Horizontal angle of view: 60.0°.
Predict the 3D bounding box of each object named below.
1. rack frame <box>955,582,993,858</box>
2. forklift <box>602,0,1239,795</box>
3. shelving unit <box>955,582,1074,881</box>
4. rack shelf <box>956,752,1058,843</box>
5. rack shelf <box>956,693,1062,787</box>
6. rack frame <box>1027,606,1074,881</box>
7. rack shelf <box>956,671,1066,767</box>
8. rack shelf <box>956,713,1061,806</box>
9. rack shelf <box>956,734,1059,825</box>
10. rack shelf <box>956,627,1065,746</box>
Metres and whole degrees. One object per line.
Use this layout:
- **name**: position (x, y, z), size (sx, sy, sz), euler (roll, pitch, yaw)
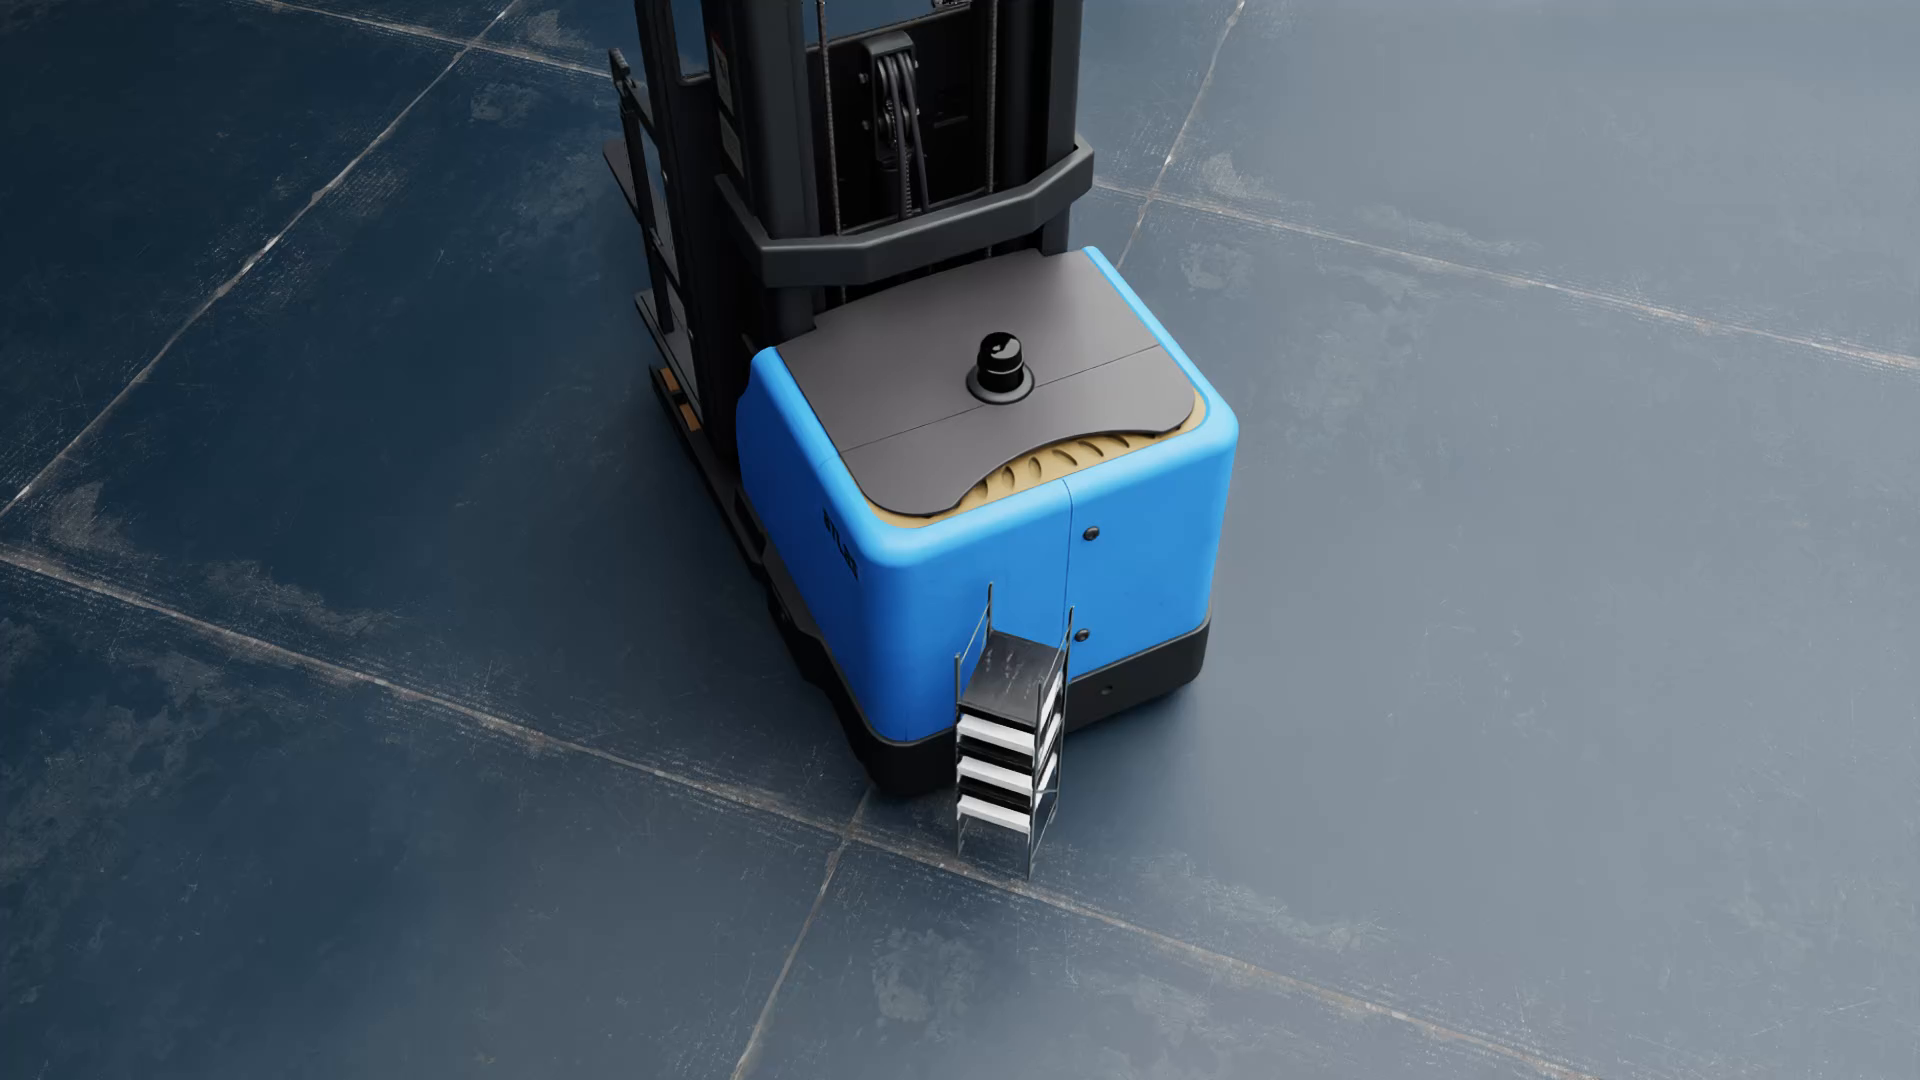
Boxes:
- **rack frame**: position (0.034, 0.480, 4.238), size (0.006, 0.900, 0.240), euler (16, 51, 13)
- **forklift**: position (-0.385, -1.390, 4.515), size (1.130, 2.935, 3.031), euler (-20, 52, -17)
- **shelving unit**: position (0.129, 0.507, 4.215), size (0.210, 0.900, 0.258), euler (16, 51, 13)
- **rack shelf**: position (0.129, 0.647, 4.376), size (0.200, 0.077, 0.258), euler (16, 51, 13)
- **rack shelf**: position (0.129, 0.470, 4.172), size (0.200, 0.077, 0.258), euler (16, 51, 13)
- **rack frame**: position (0.224, 0.535, 4.191), size (0.006, 0.900, 0.240), euler (16, 51, 13)
- **rack shelf**: position (0.129, 0.411, 4.104), size (0.200, 0.077, 0.258), euler (16, 51, 13)
- **rack shelf**: position (0.129, 0.529, 4.240), size (0.200, 0.077, 0.258), euler (16, 51, 13)
- **rack shelf**: position (0.129, 0.588, 4.308), size (0.200, 0.077, 0.258), euler (16, 51, 13)
- **rack shelf**: position (0.129, 0.352, 4.036), size (0.200, 0.077, 0.258), euler (16, 51, 13)
